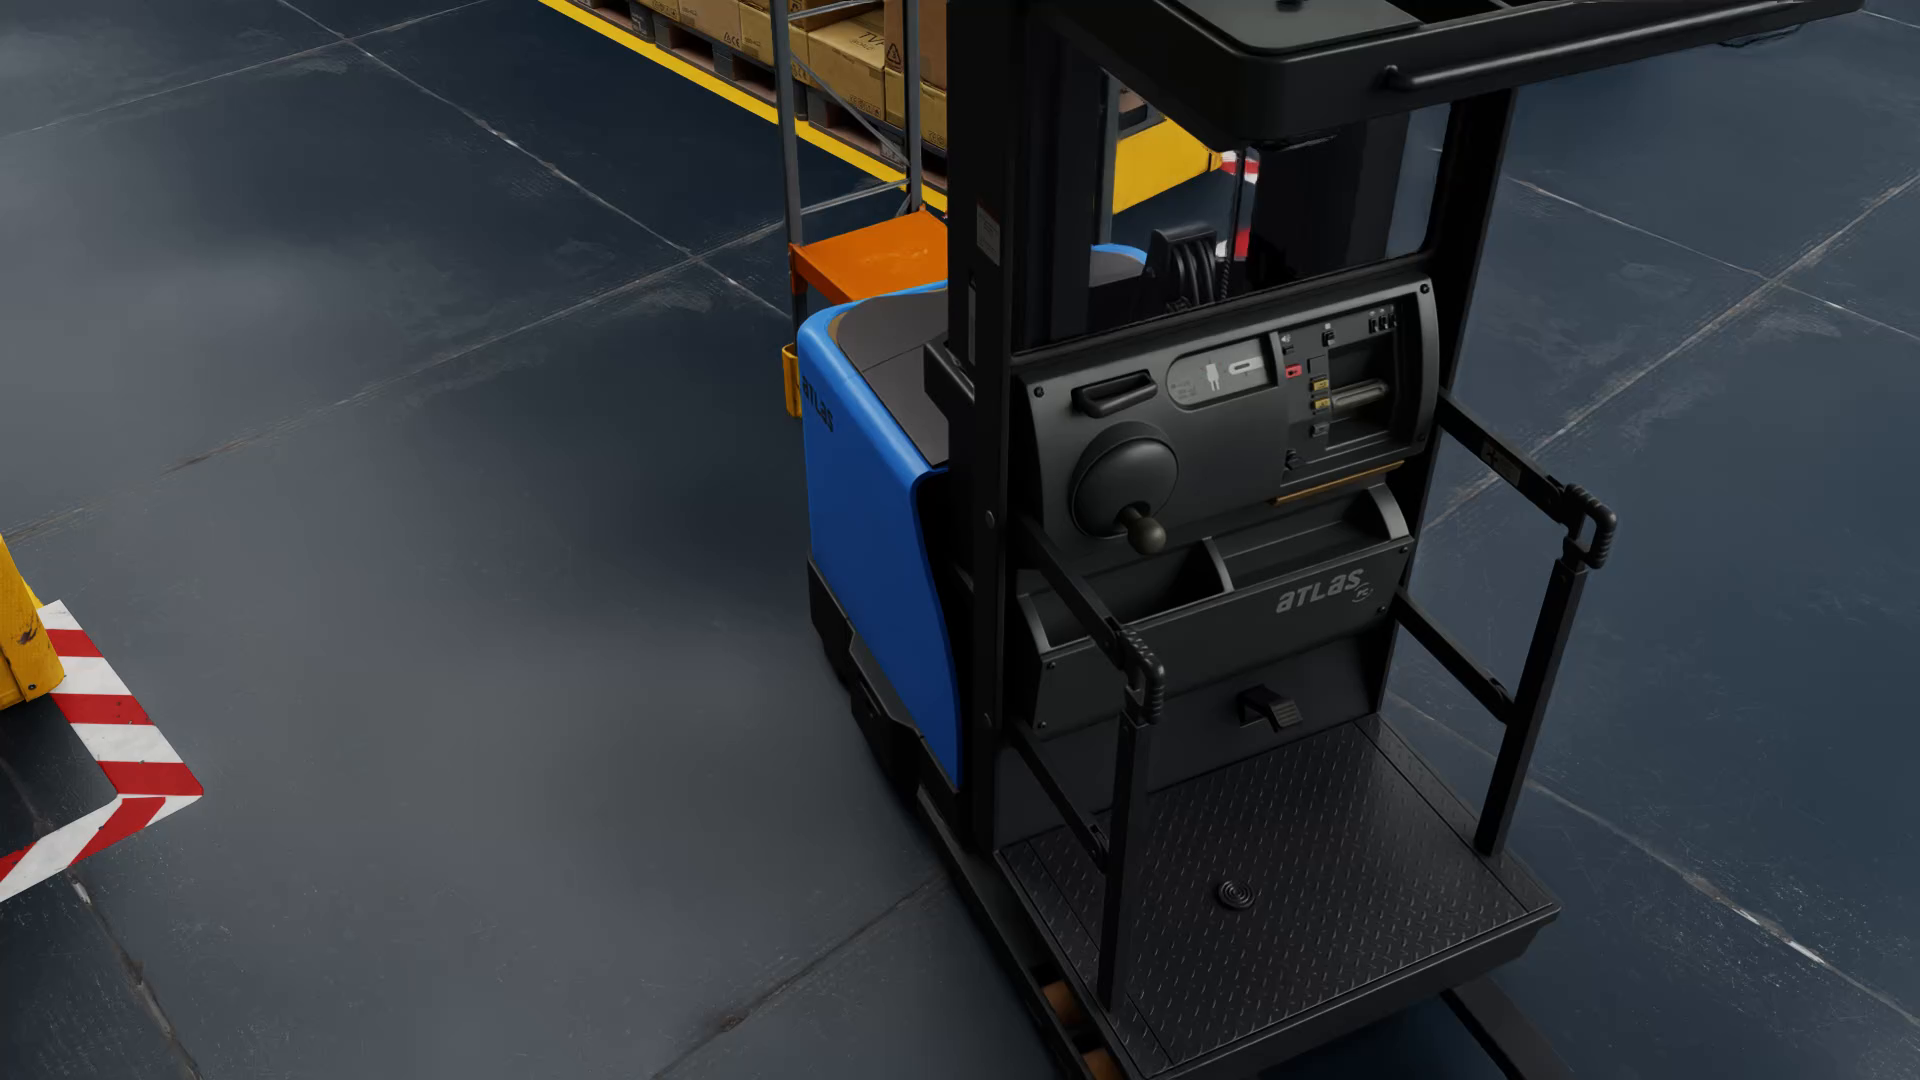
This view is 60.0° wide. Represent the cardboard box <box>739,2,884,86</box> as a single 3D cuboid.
[{"bbox_3d":[-0.654,-2.340,7.614,0.500,0.250,0.500,-30,48,-32],"label":"cardboard box"}]

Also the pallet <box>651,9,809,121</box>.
[{"bbox_3d":[-0.756,-2.482,8.155,1.003,0.211,1.213,-30,48,-32],"label":"pallet"}]

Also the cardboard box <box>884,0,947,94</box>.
[{"bbox_3d":[0.031,-2.174,6.811,0.500,0.500,0.500,-30,48,-32],"label":"cardboard box"}]

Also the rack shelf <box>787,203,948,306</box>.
[{"bbox_3d":[-0.069,-0.714,5.227,0.538,0.185,1.000,-22,44,-25],"label":"rack shelf"}]

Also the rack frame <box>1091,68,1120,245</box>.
[{"bbox_3d":[0.208,-0.586,4.782,0.500,1.500,0.032,-22,44,-25],"label":"rack frame"}]

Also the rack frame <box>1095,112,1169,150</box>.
[{"bbox_3d":[0.613,-2.667,6.164,1.000,3.000,0.127,-30,48,-32],"label":"rack frame"}]

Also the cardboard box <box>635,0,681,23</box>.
[{"bbox_3d":[-1.333,-2.801,8.185,0.500,0.250,0.500,-30,48,-32],"label":"cardboard box"}]

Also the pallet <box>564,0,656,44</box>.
[{"bbox_3d":[-1.585,-3.047,8.855,1.003,0.211,1.213,-30,48,-32],"label":"pallet"}]

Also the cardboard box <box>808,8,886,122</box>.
[{"bbox_3d":[-0.314,-2.109,7.328,0.500,0.250,0.500,-30,48,-32],"label":"cardboard box"}]

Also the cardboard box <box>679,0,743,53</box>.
[{"bbox_3d":[-0.991,-2.572,7.901,0.500,0.250,0.500,-30,48,-32],"label":"cardboard box"}]

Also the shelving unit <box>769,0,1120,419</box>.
[{"bbox_3d":[-0.073,-0.859,5.120,0.587,1.500,1.083,-22,44,-25],"label":"shelving unit"}]

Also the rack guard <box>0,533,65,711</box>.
[{"bbox_3d":[-3.085,0.378,4.385,1.175,0.500,0.348,-30,48,-32],"label":"rack guard"}]

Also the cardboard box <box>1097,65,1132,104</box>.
[{"bbox_3d":[0.414,-2.103,7.321,0.500,0.250,0.500,-30,48,-32],"label":"cardboard box"}]

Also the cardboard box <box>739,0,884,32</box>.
[{"bbox_3d":[-0.656,-2.630,7.377,0.500,0.500,0.500,-30,48,-32],"label":"cardboard box"}]

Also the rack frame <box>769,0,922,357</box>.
[{"bbox_3d":[-0.345,-1.122,5.446,0.500,1.500,0.032,-22,44,-25],"label":"rack frame"}]

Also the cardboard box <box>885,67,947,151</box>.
[{"bbox_3d":[0.033,-1.883,7.048,0.500,0.250,0.500,-30,48,-32],"label":"cardboard box"}]

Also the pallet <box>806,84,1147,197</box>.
[{"bbox_3d":[0.065,-1.918,7.457,1.003,0.211,1.213,-30,48,-32],"label":"pallet"}]

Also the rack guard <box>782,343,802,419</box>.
[{"bbox_3d":[-0.345,-0.635,5.838,0.587,0.250,0.087,-22,44,-25],"label":"rack guard"}]

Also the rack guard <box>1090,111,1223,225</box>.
[{"bbox_3d":[0.629,-1.683,6.936,1.175,0.500,0.348,-30,48,-32],"label":"rack guard"}]

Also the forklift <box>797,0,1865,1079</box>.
[{"bbox_3d":[0.648,-0.177,3.136,1.130,2.935,3.031,-16,42,-19],"label":"forklift"}]
